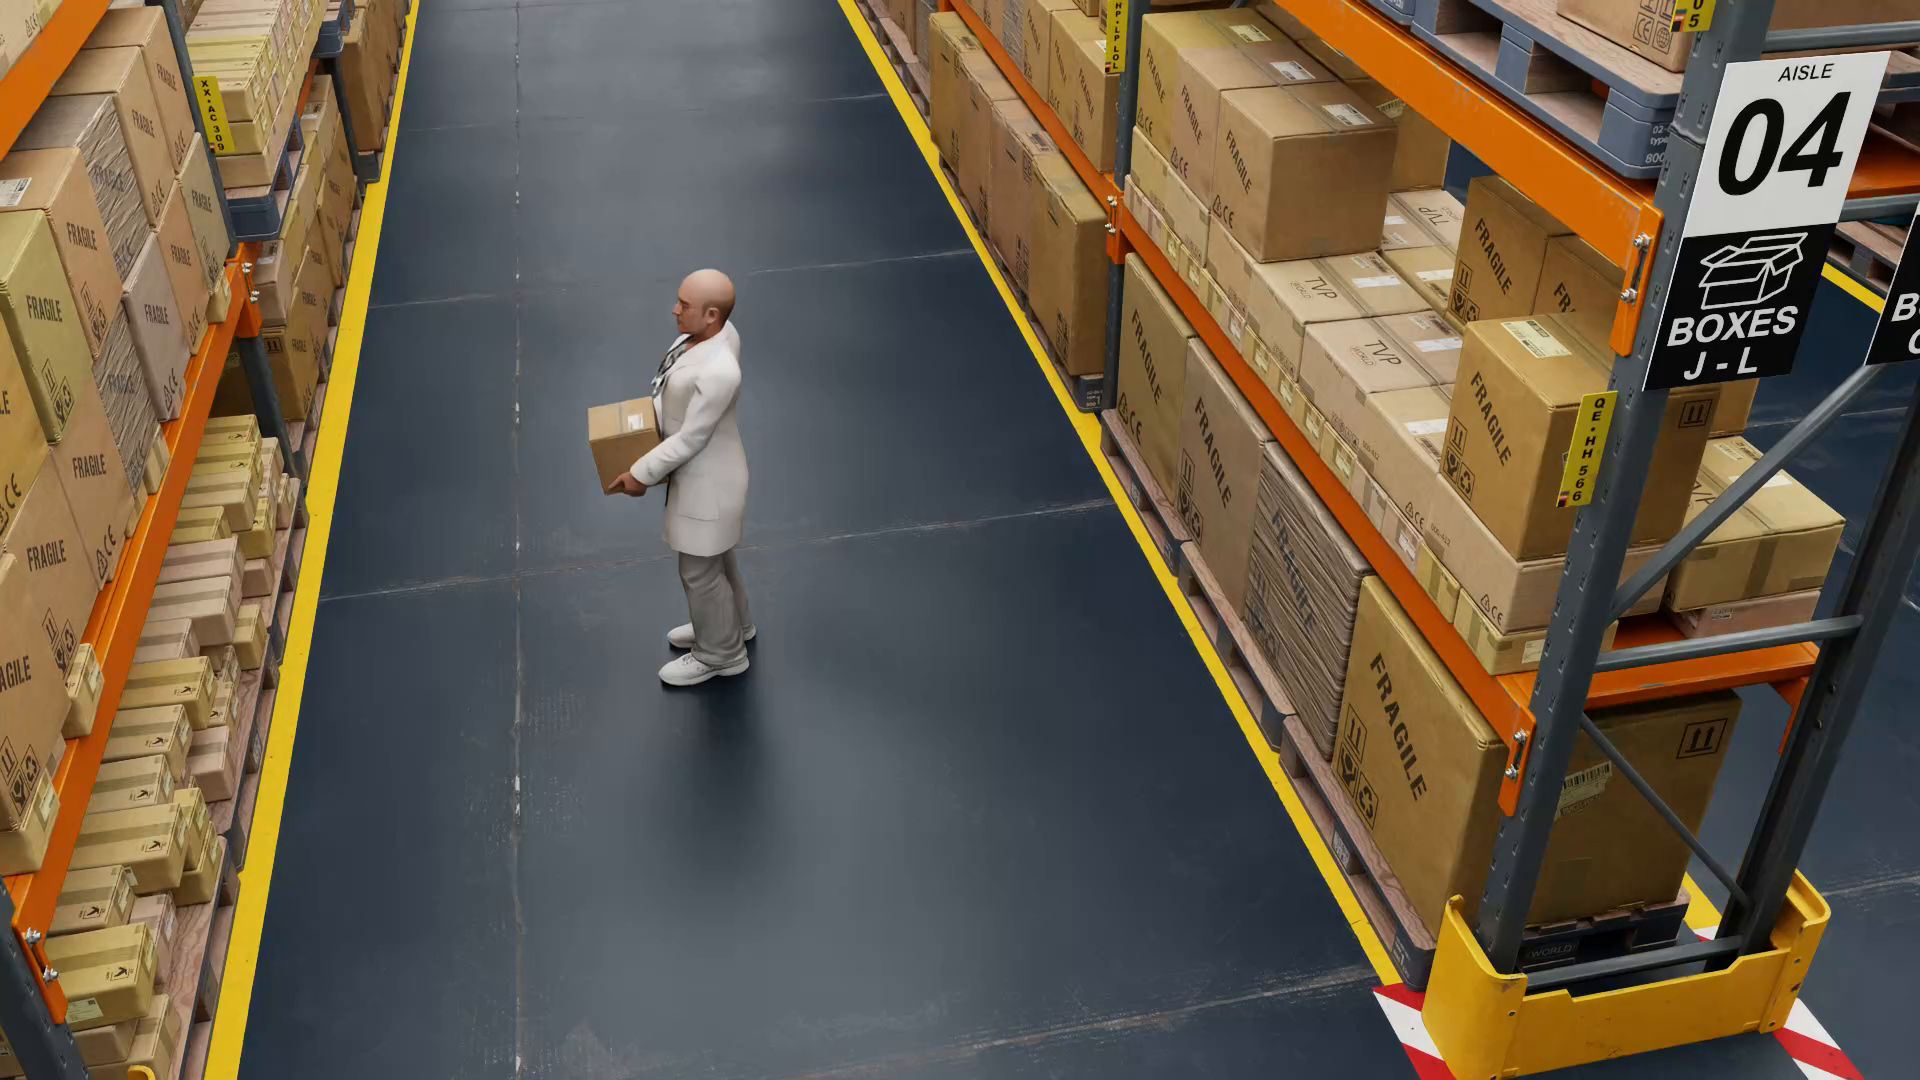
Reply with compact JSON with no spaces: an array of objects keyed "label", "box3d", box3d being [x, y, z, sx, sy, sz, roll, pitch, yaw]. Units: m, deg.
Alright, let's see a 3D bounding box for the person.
[{"label":"person","box3d":[-1.090,-0.228,6.501,0.551,1.772,0.529,-6,34,-10]}]
